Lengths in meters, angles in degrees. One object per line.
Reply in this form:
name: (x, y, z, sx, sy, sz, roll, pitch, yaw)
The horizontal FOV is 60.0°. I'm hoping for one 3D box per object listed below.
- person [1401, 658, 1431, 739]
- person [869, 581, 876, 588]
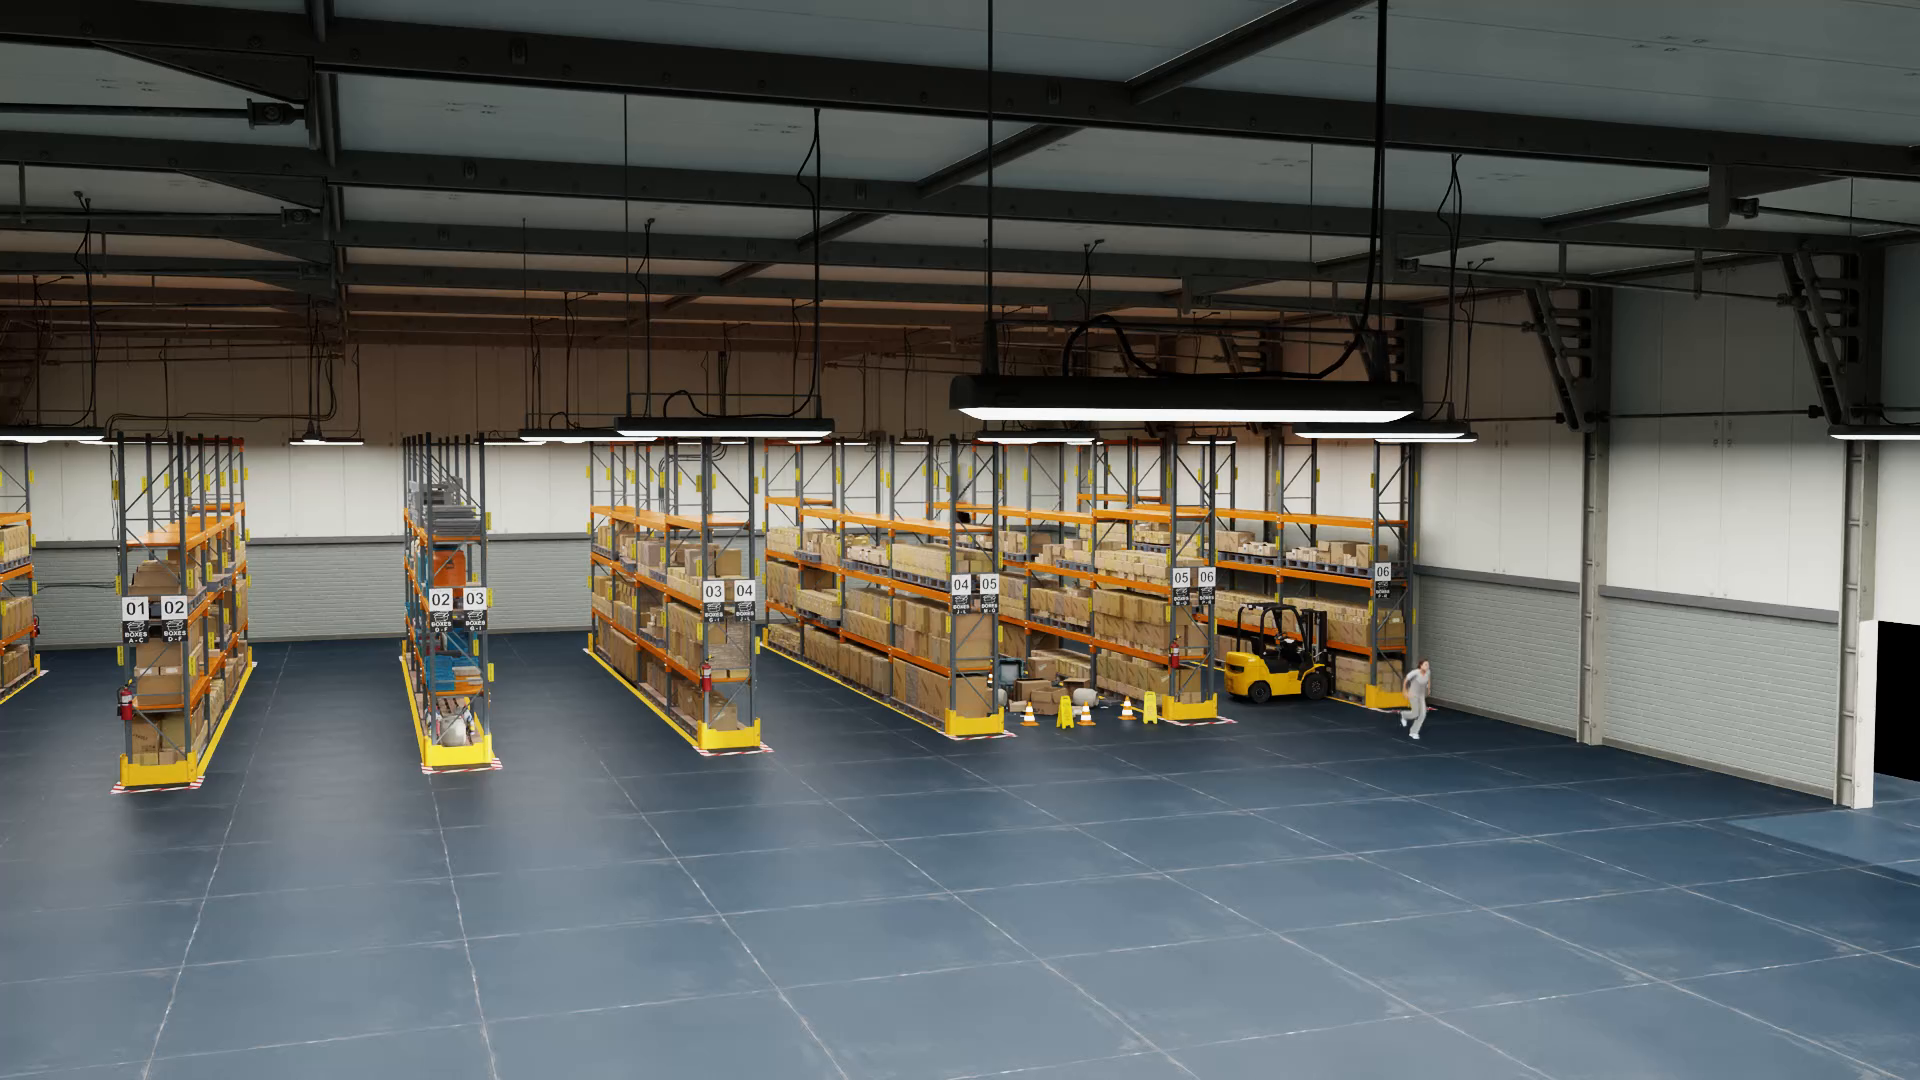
person: (9.034, 3.110, 32.916, 0.557, 1.583, 0.674, -2, 4, -27)
person: (-2.712, 1.992, 52.919, 0.726, 1.637, 0.531, -3, 4, -39)
